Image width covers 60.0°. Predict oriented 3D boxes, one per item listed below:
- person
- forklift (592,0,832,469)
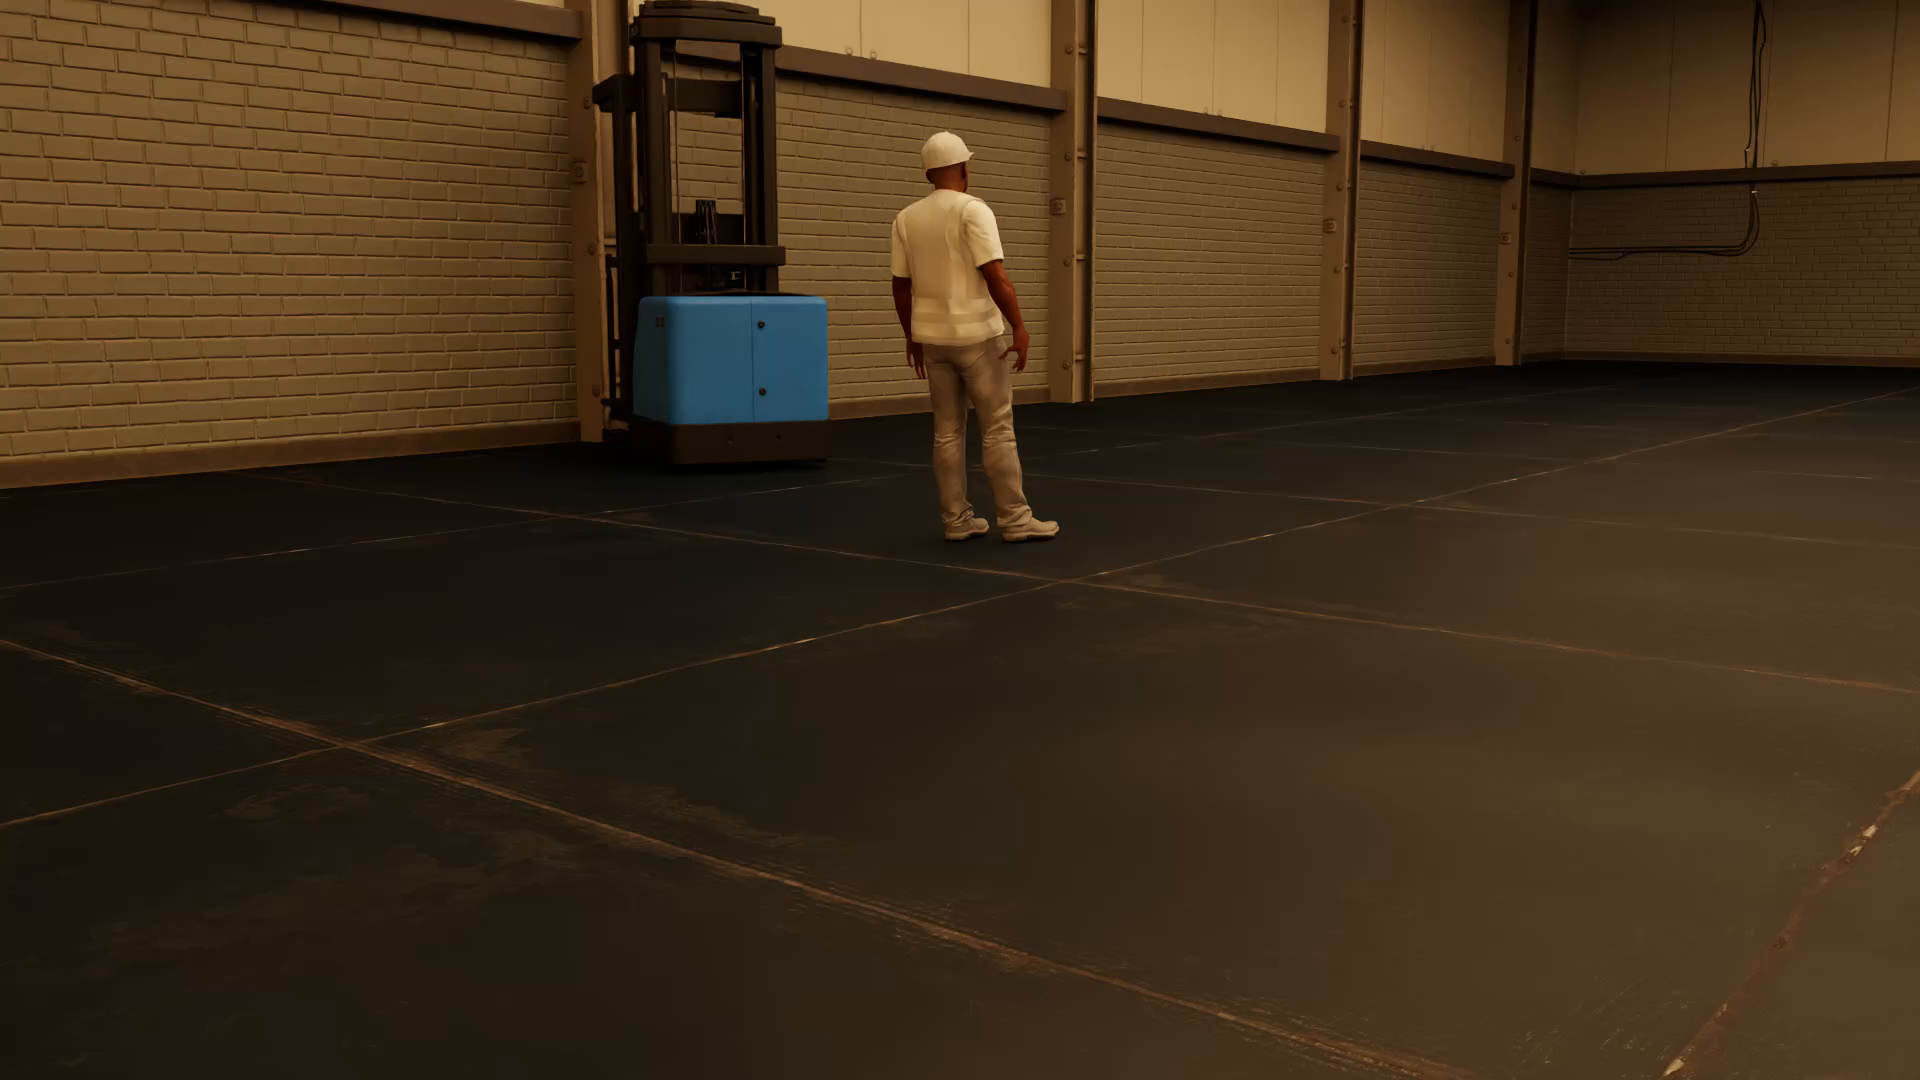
[{"bbox_3d":[0.048,-0.888,7.327,0.666,1.768,0.575,7,11,38],"label":"person"},{"bbox_3d":[-1.855,-2.061,11.364,1.130,2.935,3.031,-4,9,-23],"label":"forklift"}]
